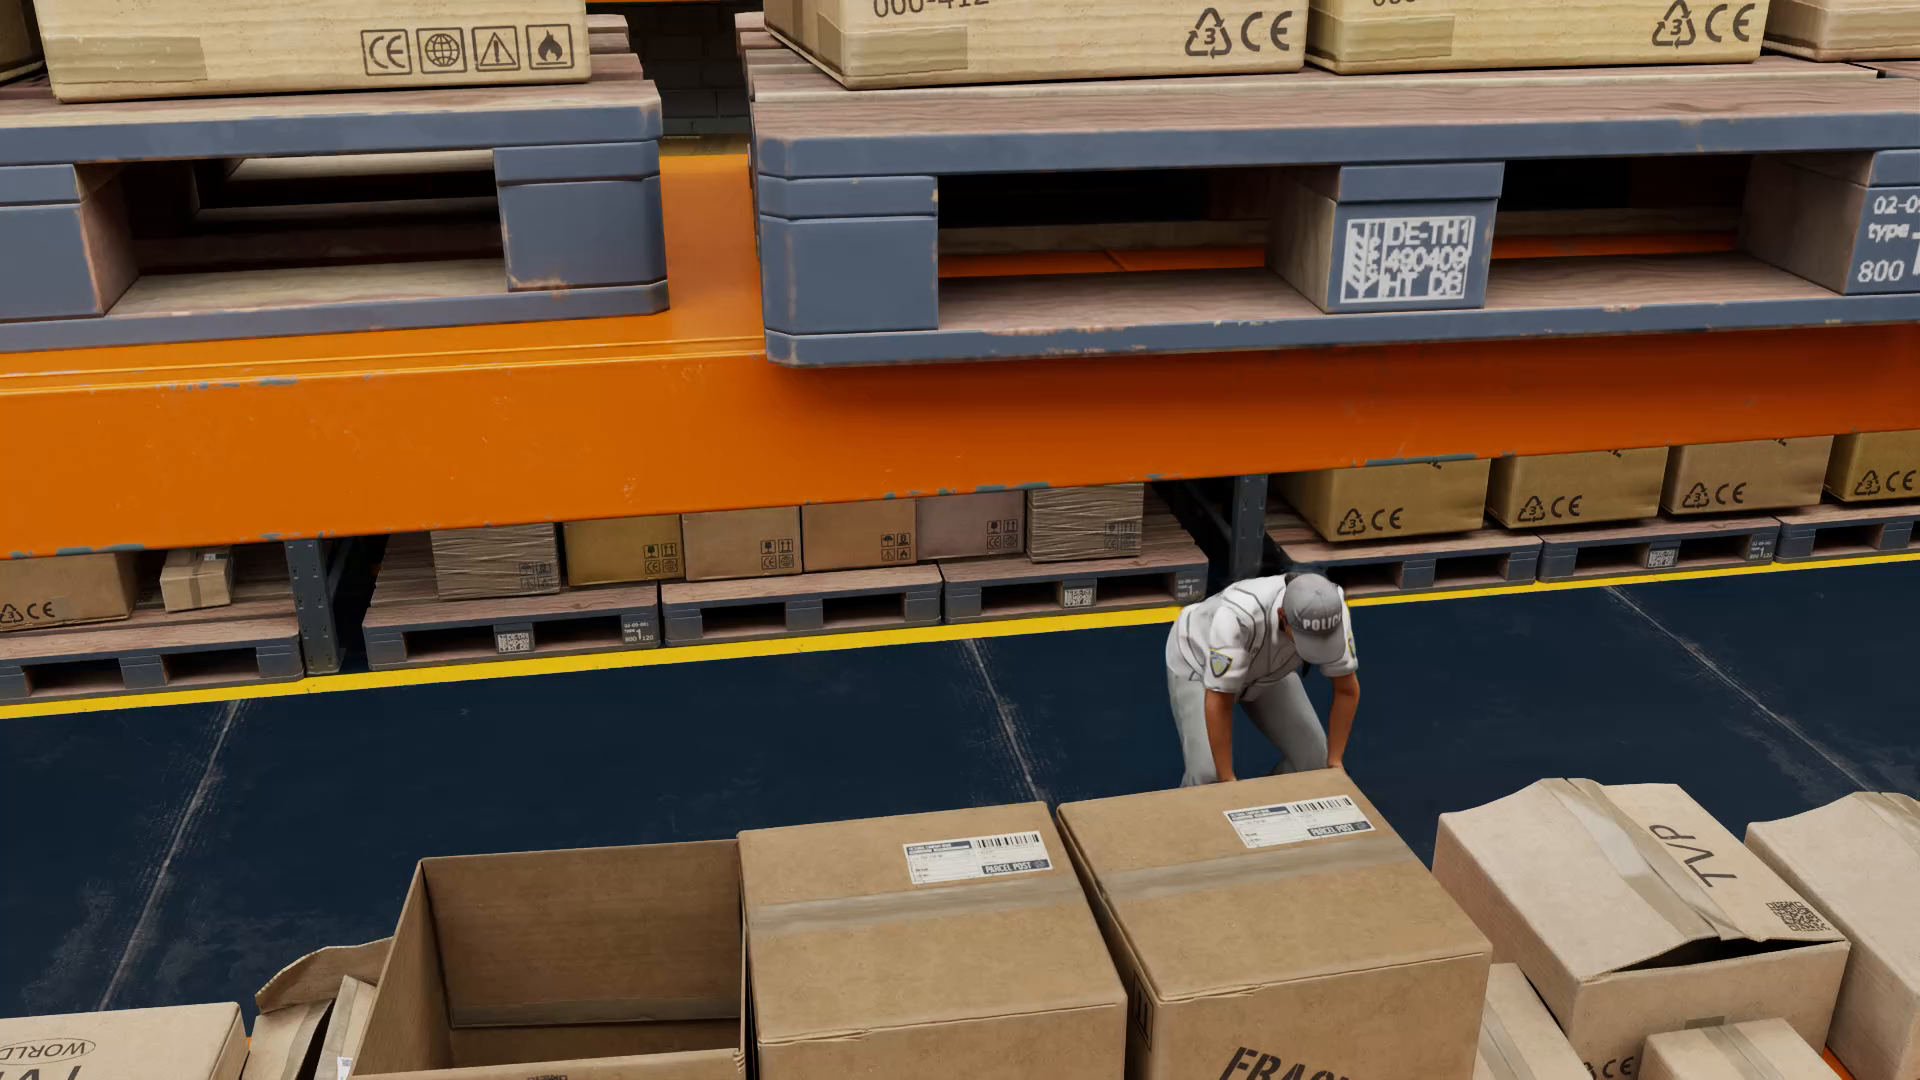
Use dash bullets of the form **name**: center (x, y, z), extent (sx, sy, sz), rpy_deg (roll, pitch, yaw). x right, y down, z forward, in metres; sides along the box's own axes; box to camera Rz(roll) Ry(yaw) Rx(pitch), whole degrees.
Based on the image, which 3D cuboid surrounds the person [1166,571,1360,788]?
- **person**: center (0.993, 0.541, 5.471), extent (0.541, 1.178, 0.815), rpy_deg (-4, 24, -10)
